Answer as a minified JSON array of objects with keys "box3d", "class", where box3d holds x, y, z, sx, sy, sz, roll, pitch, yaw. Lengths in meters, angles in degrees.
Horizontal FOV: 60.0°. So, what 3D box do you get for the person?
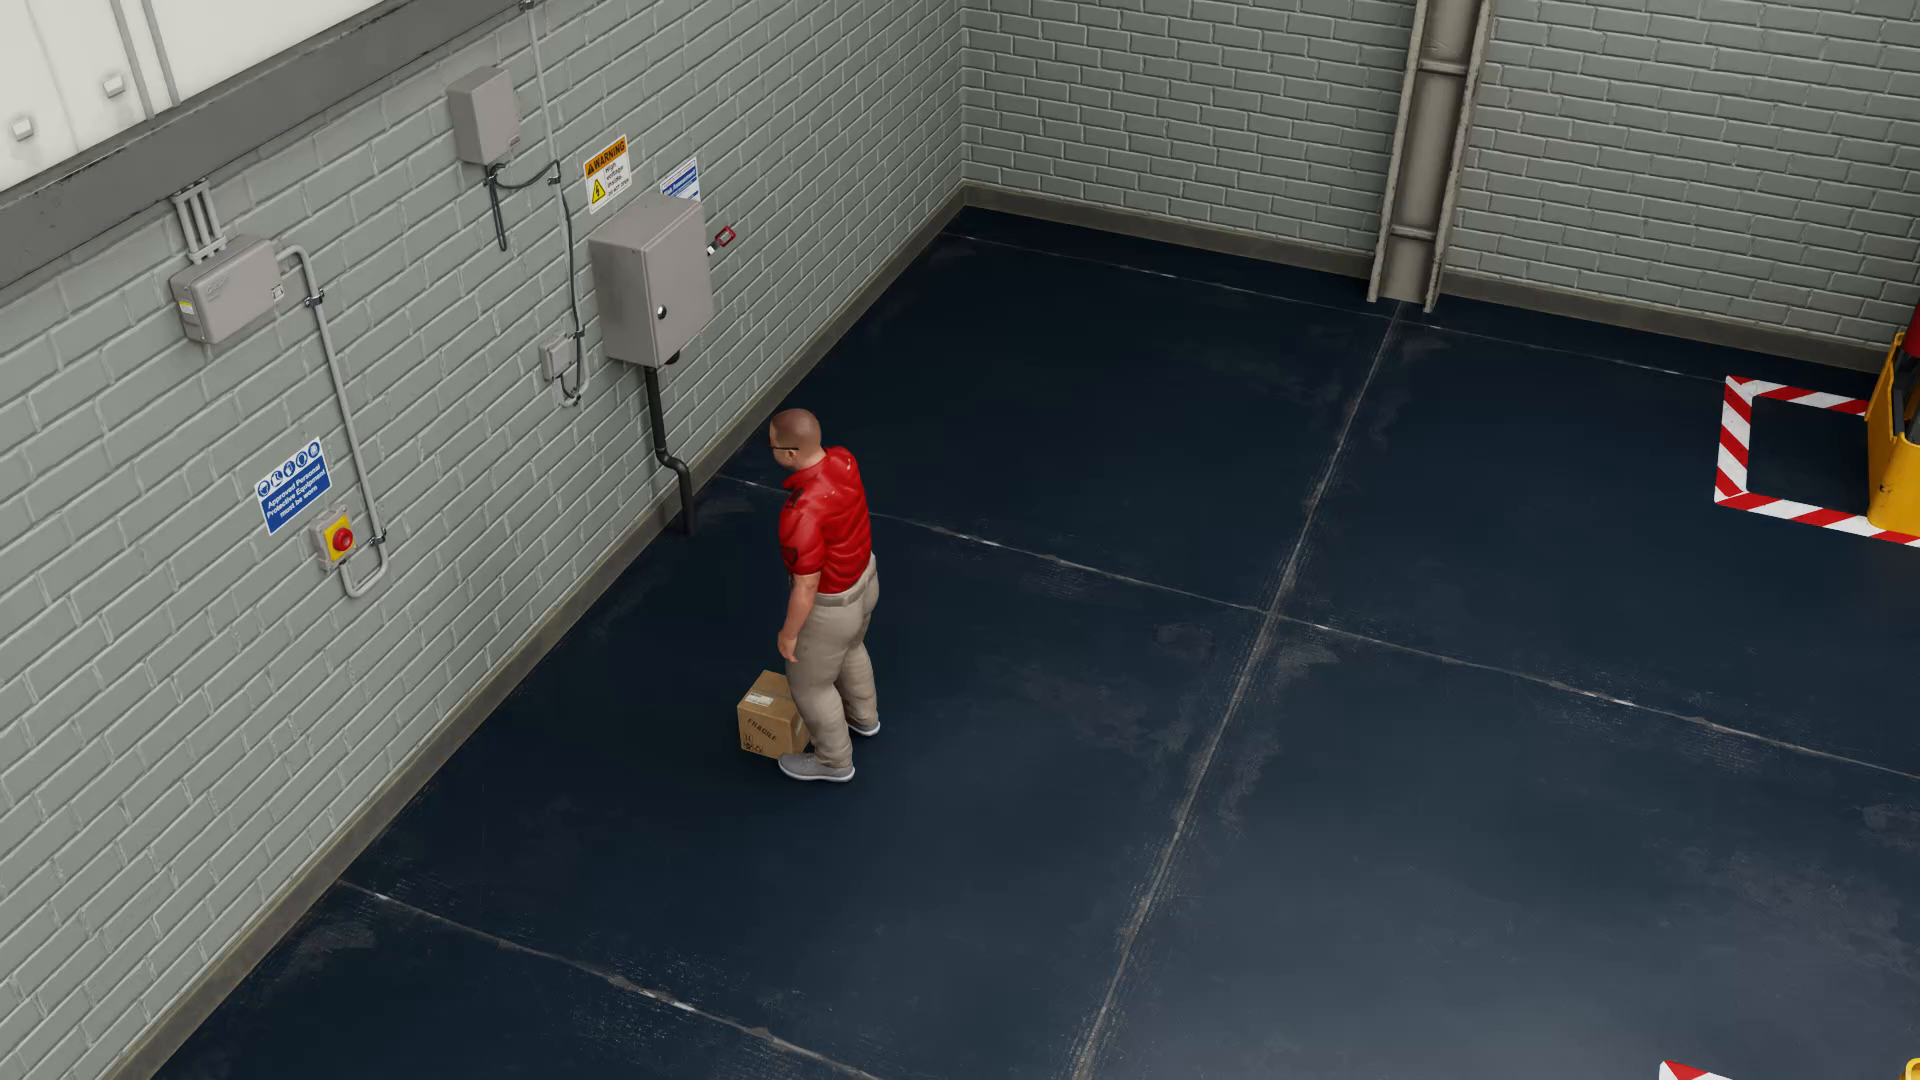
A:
[{"box3d":[-0.535,0.256,6.568,0.384,1.637,0.603,12,39,16],"class":"person"}]
